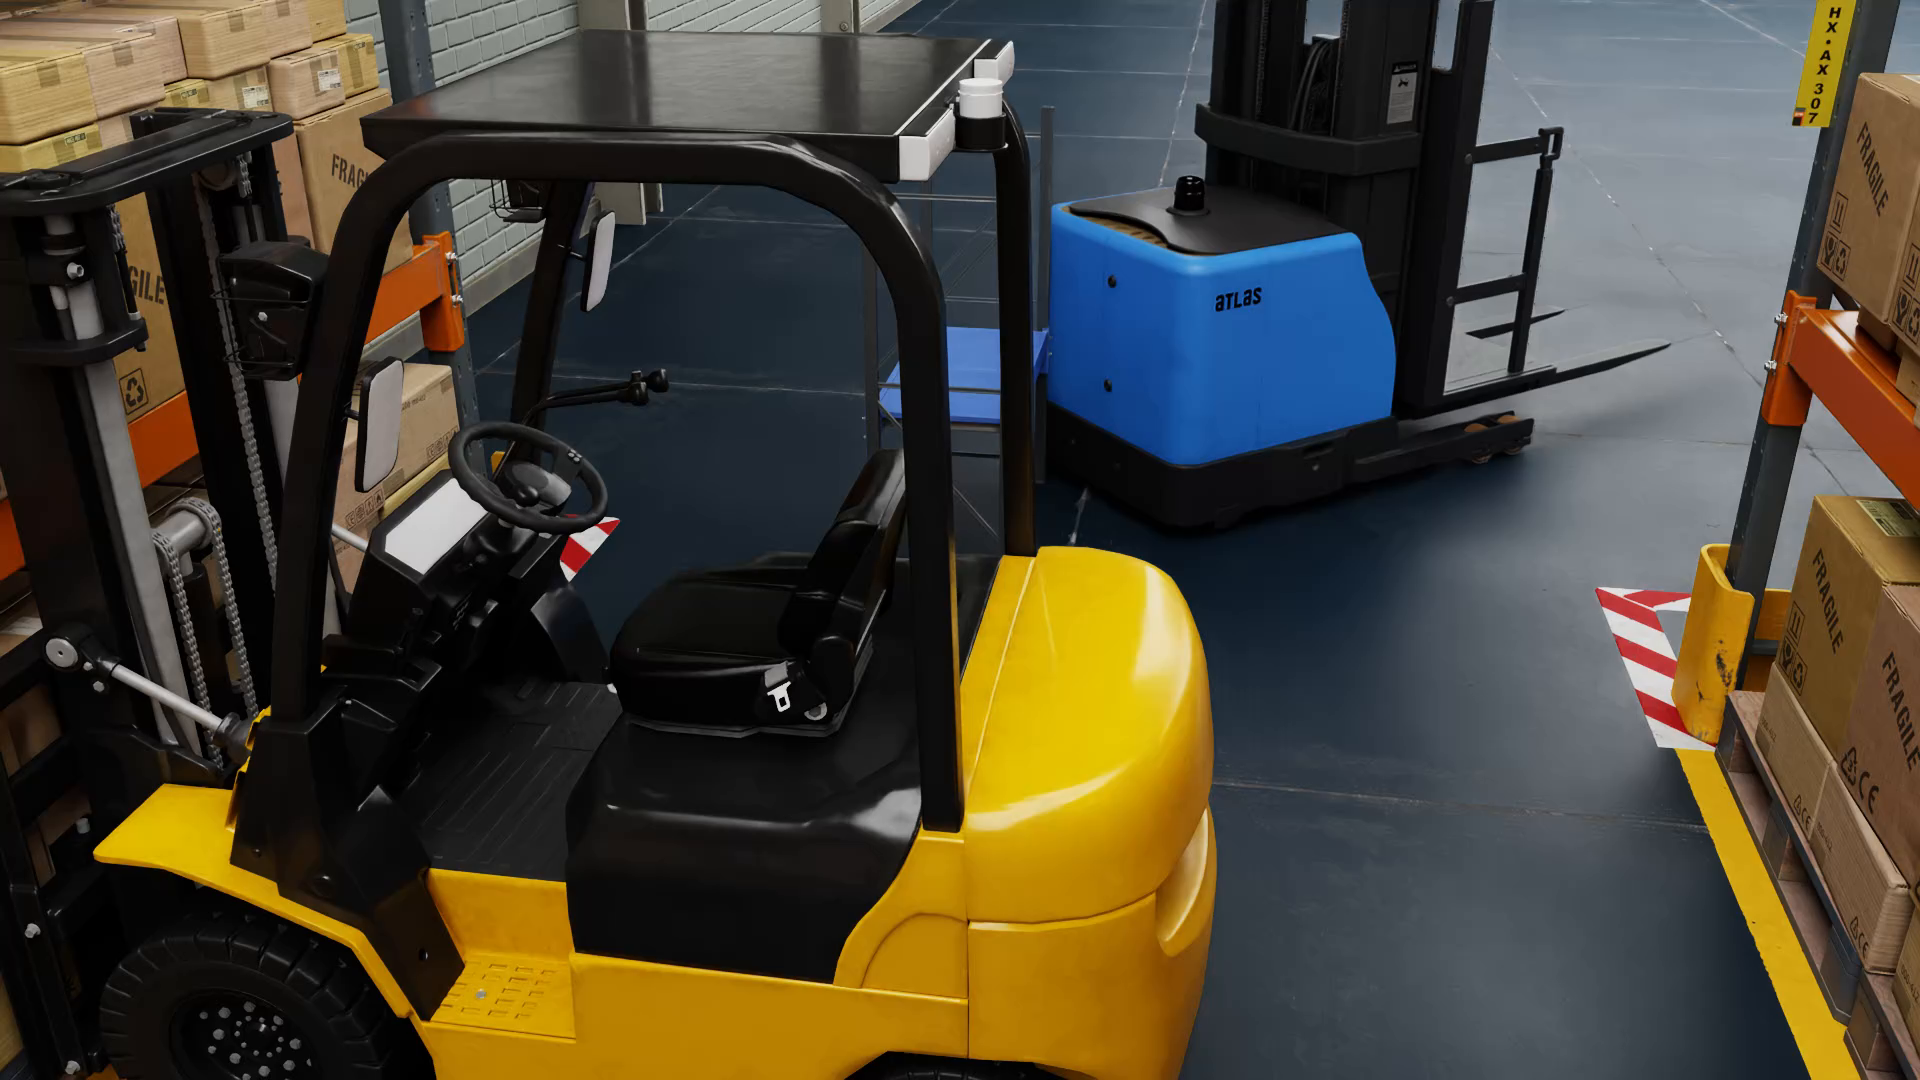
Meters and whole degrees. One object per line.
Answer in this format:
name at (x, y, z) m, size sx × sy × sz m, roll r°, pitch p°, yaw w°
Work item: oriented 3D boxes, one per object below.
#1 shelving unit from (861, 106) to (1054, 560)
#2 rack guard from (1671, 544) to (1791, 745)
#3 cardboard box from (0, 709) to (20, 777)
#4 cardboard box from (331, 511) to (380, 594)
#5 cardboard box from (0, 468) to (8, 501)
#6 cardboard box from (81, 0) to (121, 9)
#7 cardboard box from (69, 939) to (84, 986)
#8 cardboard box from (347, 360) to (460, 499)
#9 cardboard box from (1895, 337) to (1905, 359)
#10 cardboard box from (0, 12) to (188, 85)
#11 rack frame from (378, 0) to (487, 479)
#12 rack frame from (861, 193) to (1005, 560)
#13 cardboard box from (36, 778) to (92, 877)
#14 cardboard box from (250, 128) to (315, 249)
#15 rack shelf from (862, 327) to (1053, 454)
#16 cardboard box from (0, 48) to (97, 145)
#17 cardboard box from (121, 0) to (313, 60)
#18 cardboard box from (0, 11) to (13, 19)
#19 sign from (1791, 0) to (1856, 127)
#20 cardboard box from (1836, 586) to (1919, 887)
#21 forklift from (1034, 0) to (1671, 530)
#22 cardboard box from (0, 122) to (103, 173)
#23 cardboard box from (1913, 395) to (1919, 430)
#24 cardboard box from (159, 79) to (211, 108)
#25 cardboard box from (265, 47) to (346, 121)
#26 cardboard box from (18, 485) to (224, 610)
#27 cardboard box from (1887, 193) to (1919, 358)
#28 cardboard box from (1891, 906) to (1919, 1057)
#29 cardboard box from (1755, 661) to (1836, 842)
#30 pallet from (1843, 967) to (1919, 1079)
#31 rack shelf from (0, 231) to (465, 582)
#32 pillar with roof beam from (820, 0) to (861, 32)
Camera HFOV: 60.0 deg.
shelving unit at (0.014, -0.715, 6.008) m, size 0.538 × 1.500 × 1.048 m, roll 4°, pitch 25°, yaw 9°
rack guard at (2.788, 0.346, 4.921) m, size 1.175 × 0.500 × 0.348 m, roll 4°, pitch 25°, yaw 9°
cardboard box at (-2.199, 0.512, 3.186) m, size 0.500 × 0.250 × 0.500 m, roll 5°, pitch 26°, yaw 10°
cardboard box at (-1.961, 0.103, 4.651) m, size 0.500 × 0.250 × 0.500 m, roll 4°, pitch 25°, yaw 8°
cardboard box at (-2.167, -0.340, 3.320) m, size 0.500 × 0.500 × 0.500 m, roll 4°, pitch 25°, yaw 9°
cardboard box at (-2.468, -1.402, 4.472) m, size 0.380 × 0.149 × 0.250 m, roll 5°, pitch 26°, yaw 10°
cardboard box at (-2.106, 0.748, 3.862) m, size 0.500 × 0.250 × 0.500 m, roll 5°, pitch 26°, yaw 10°
cardboard box at (-1.865, -0.344, 5.015) m, size 0.500 × 0.250 × 0.500 m, roll 5°, pitch 26°, yaw 10°
cardboard box at (2.514, -0.470, 4.012) m, size 0.380 × 0.149 × 0.250 m, roll 4°, pitch 25°, yaw 9°
cardboard box at (-2.087, -1.154, 3.943) m, size 0.380 × 0.149 × 0.250 m, roll 4°, pitch 25°, yaw 9°
rack frame at (-2.097, -1.160, 5.191) m, size 1.000 × 3.000 × 0.127 m, roll 4°, pitch 25°, yaw 9°
rack frame at (-0.069, -0.502, 5.554) m, size 0.500 × 1.500 × 0.032 m, roll 4°, pitch 25°, yaw 9°
cardboard box at (-2.110, 0.529, 3.740) m, size 0.500 × 0.250 × 0.500 m, roll 4°, pitch 25°, yaw 8°
cardboard box at (-2.012, -0.765, 4.229) m, size 0.500 × 0.500 × 0.500 m, roll 5°, pitch 26°, yaw 10°
rack shelf at (0.014, -0.552, 6.085) m, size 0.538 × 0.185 × 1.000 m, roll 4°, pitch 25°, yaw 9°
cardboard box at (-2.057, -0.929, 3.462) m, size 0.380 × 0.149 × 0.250 m, roll 5°, pitch 25°, yaw 10°
cardboard box at (-1.957, -1.364, 4.393) m, size 0.380 × 0.149 × 0.250 m, roll 4°, pitch 25°, yaw 9°
cardboard box at (-2.523, -1.187, 4.015) m, size 0.380 × 0.149 × 0.250 m, roll 4°, pitch 25°, yaw 9°
sign at (2.265, -1.248, 4.356) m, size 0.100 × 0.325 × 0.005 m, roll 4°, pitch 25°, yaw 9°
cardboard box at (2.311, 0.445, 3.625) m, size 0.500 × 0.500 × 0.500 m, roll 3°, pitch 25°, yaw 7°
forklift at (1.817, -1.819, 6.679) m, size 3.031 × 2.935 × 1.130 m, roll -15°, pitch 29°, yaw -28°
cardboard box at (-2.063, -0.797, 3.531) m, size 0.380 × 0.149 × 0.250 m, roll 4°, pitch 25°, yaw 9°
cardboard box at (2.303, -0.262, 3.567) m, size 0.380 × 0.149 × 0.250 m, roll 4°, pitch 25°, yaw 9°
cardboard box at (-2.044, -1.019, 4.005) m, size 0.380 × 0.149 × 0.250 m, roll 4°, pitch 25°, yaw 8°
cardboard box at (-1.890, -1.226, 4.448) m, size 0.380 × 0.149 × 0.250 m, roll 4°, pitch 25°, yaw 9°
cardboard box at (-2.015, 0.082, 4.105) m, size 0.500 × 0.250 × 0.500 m, roll 4°, pitch 25°, yaw 9°
cardboard box at (2.368, -0.602, 3.530) m, size 0.500 × 0.500 × 0.500 m, roll 5°, pitch 26°, yaw 10°
cardboard box at (2.228, 0.997, 3.329) m, size 0.500 × 0.250 × 0.500 m, roll 6°, pitch 26°, yaw 12°
cardboard box at (2.396, 0.555, 4.273) m, size 0.500 × 0.250 × 0.500 m, roll 4°, pitch 25°, yaw 8°
pallet at (2.419, 1.323, 3.175) m, size 1.003 × 0.211 × 1.213 m, roll 4°, pitch 25°, yaw 9°
rack shelf at (-2.424, 0.002, 3.556) m, size 1.077 × 0.370 × 4.000 m, roll 4°, pitch 25°, yaw 9°
pillar with roof beam at (3.108, -8.369, 13.515) m, size 9.100 × 9.000 × 0.400 m, roll 4°, pitch 25°, yaw 9°
